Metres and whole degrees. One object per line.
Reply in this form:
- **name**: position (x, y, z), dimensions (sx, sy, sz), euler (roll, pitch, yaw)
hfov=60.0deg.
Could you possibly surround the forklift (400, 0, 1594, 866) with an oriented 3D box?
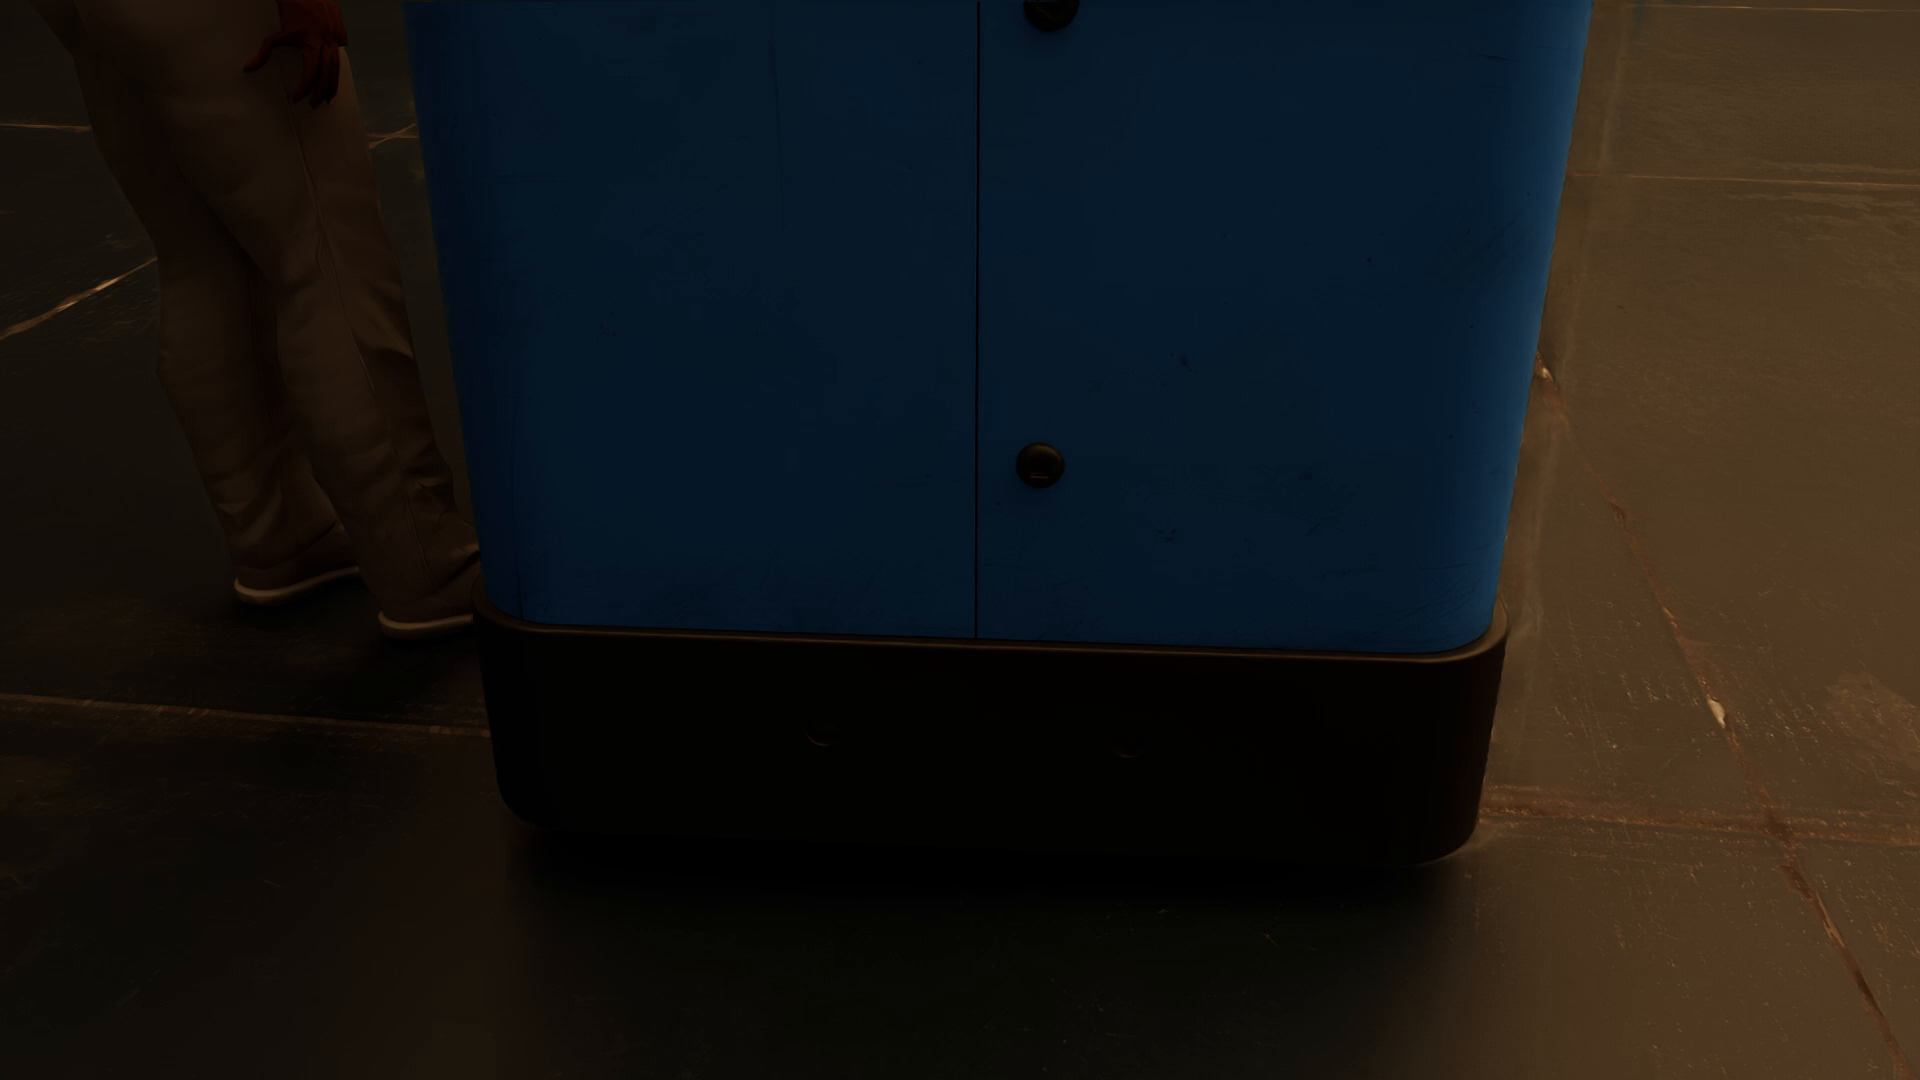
- **forklift**: position (0.118, -1.605, 2.434), dimensions (1.130, 2.935, 3.031), euler (2, 27, 3)

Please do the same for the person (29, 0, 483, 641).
- **person**: position (-0.868, -0.689, 1.979), dimensions (0.508, 1.695, 0.566), euler (-24, 35, -39)
